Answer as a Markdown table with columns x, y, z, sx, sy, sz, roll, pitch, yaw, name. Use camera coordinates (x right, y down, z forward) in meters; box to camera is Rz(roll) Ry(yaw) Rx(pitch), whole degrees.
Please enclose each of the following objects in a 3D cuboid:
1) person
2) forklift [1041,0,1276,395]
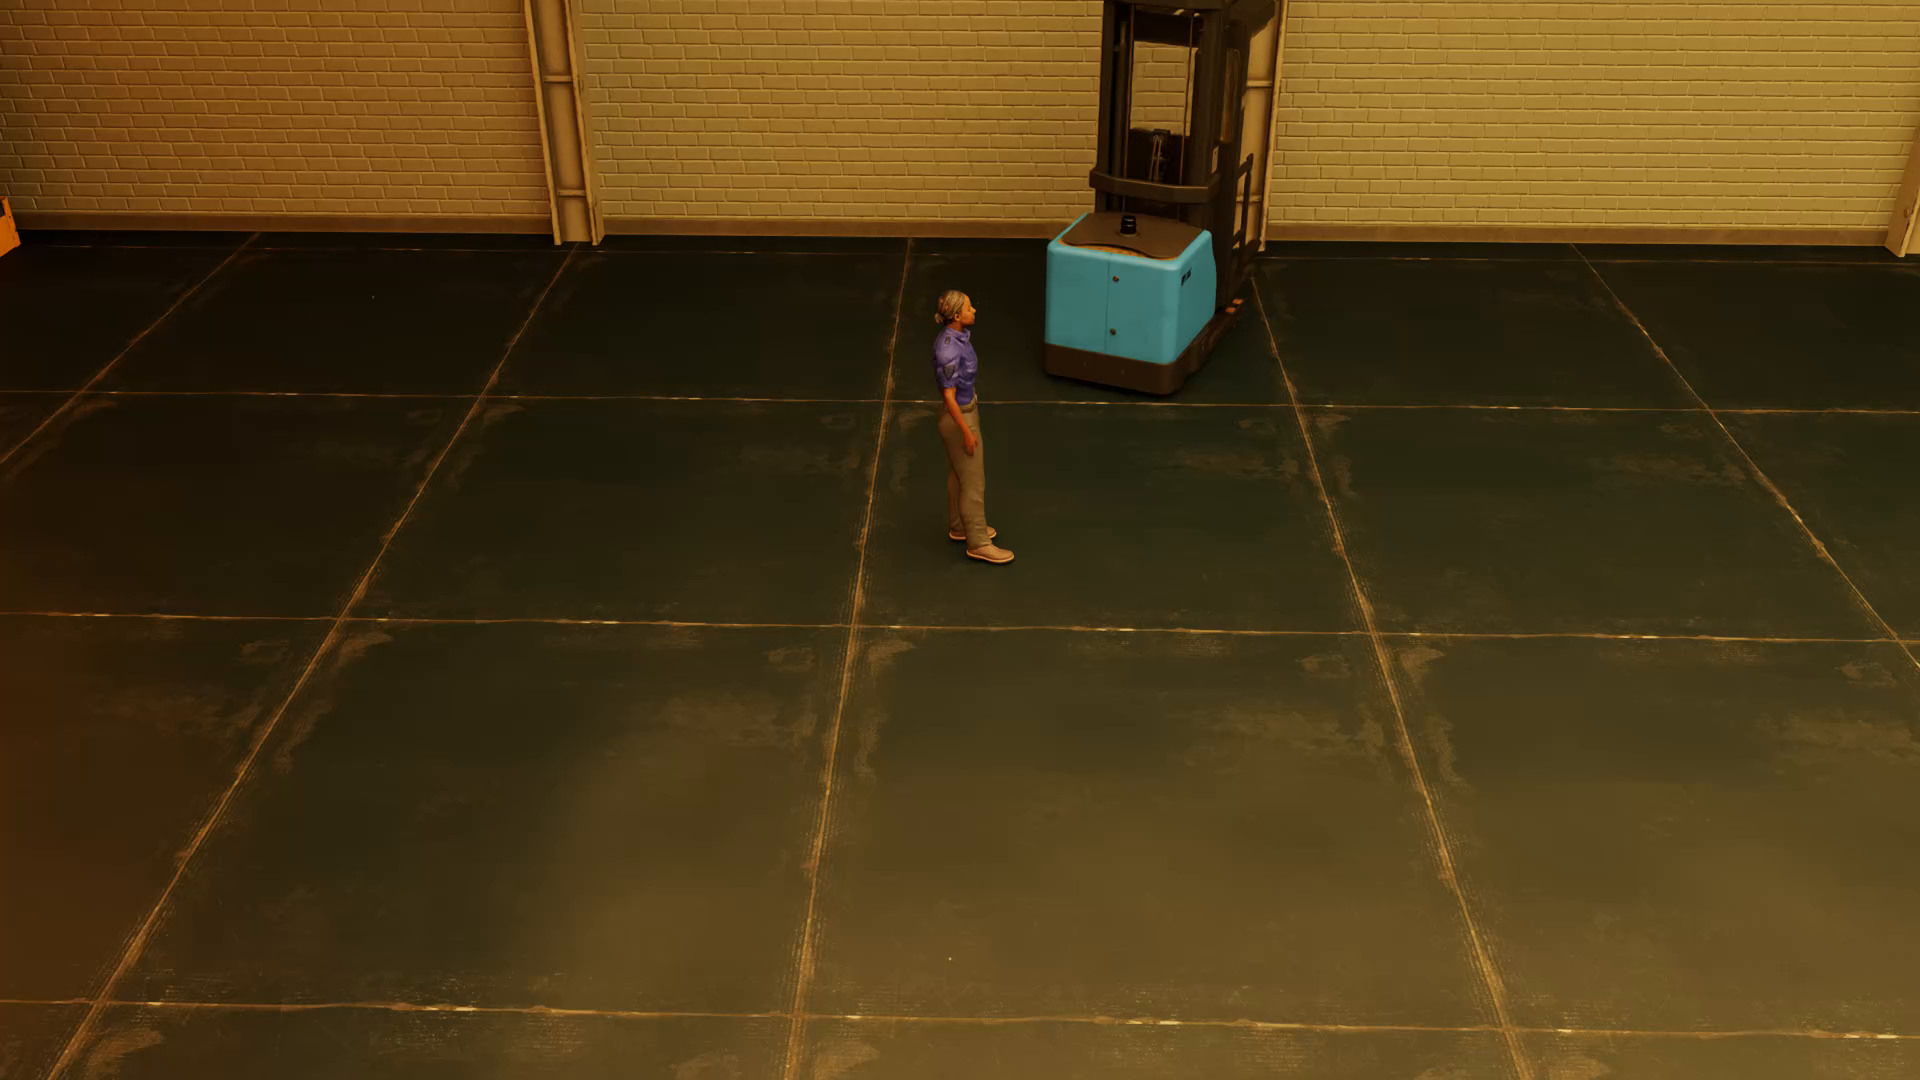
| x | y | z | sx | sy | sz | roll | pitch | yaw | name |
| --- | --- | --- | --- | --- | --- | --- | --- | --- | --- |
| 0.087 | -0.708 | 10.057 | 0.503 | 1.656 | 0.569 | 1 | 31 | 1 | person |
| 1.689 | -3.054 | 12.794 | 1.130 | 2.935 | 3.031 | 13 | 33 | 21 | forklift |
